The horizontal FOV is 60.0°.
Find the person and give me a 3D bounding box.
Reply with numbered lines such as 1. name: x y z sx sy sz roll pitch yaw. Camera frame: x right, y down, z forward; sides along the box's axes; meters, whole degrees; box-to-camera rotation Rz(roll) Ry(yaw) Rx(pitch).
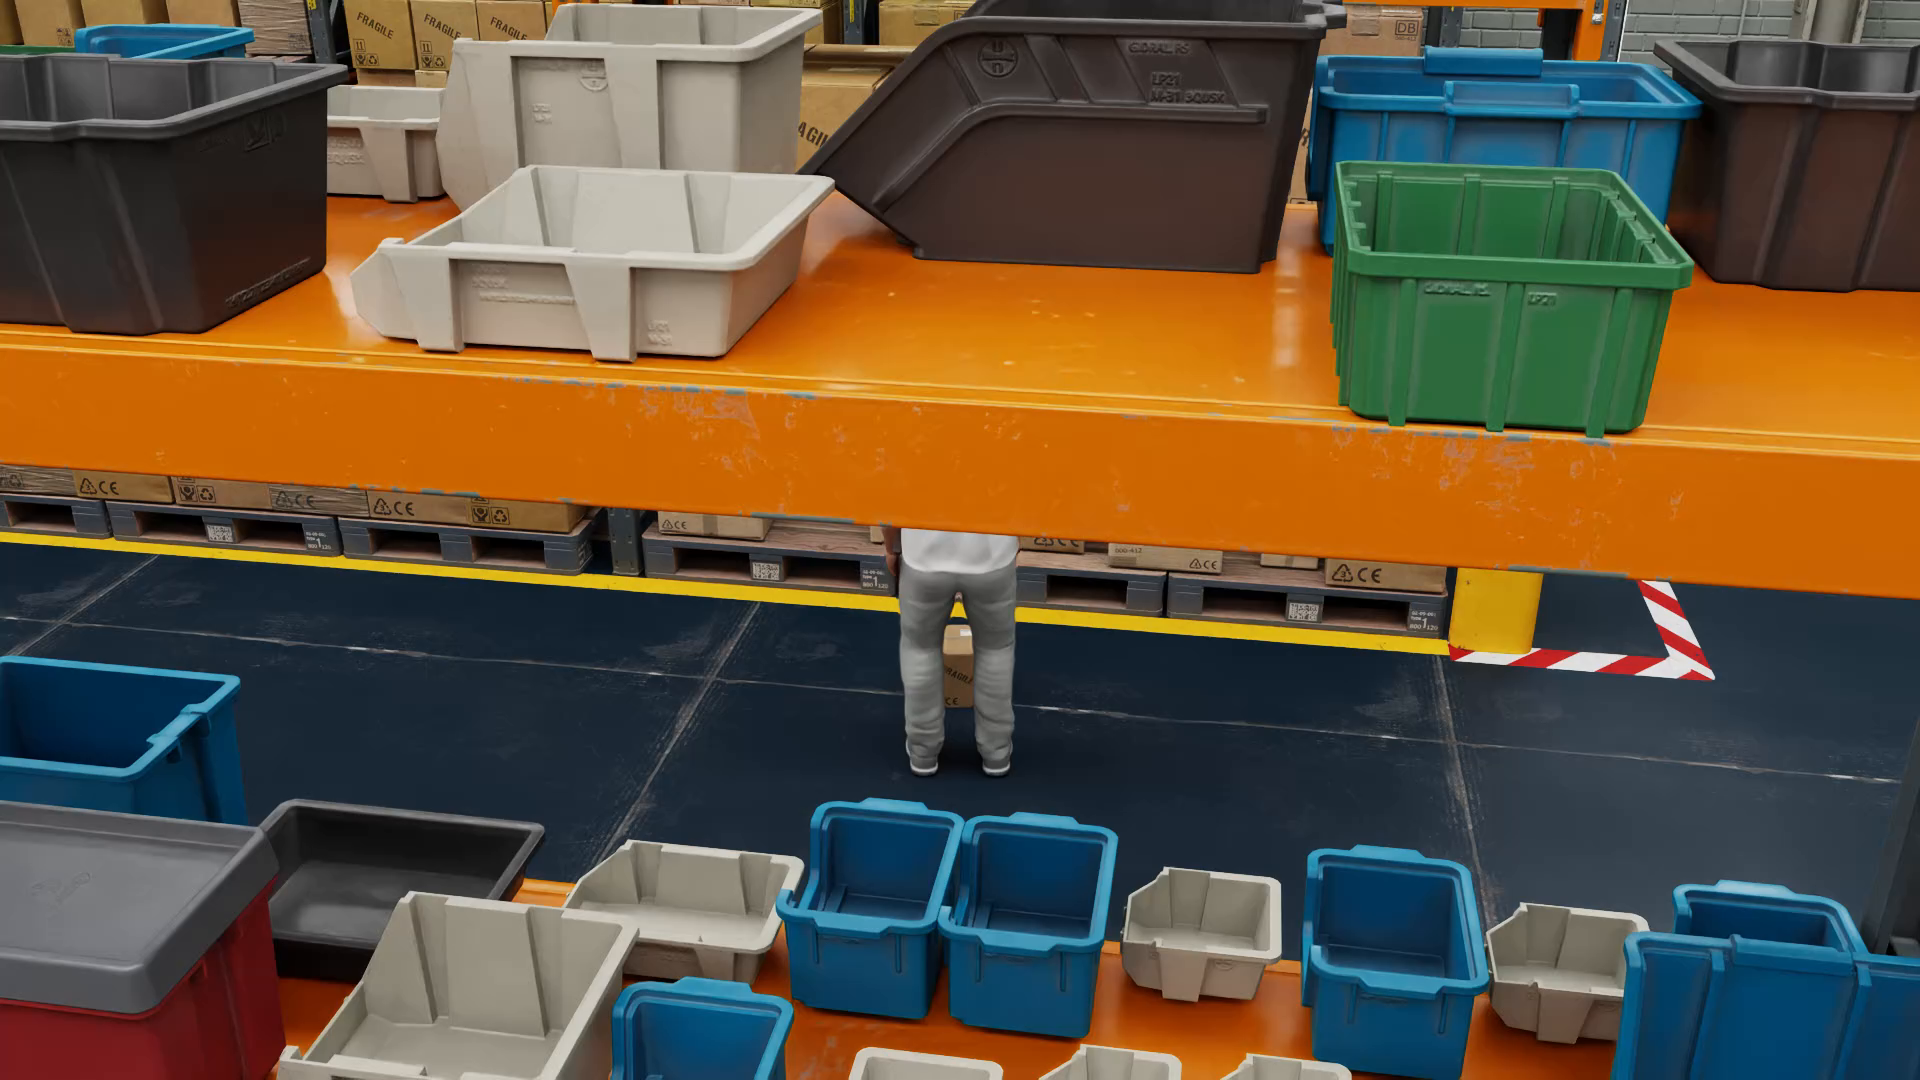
1. person: -0.030 0.060 6.000 0.535 1.734 0.388 0 25 1
